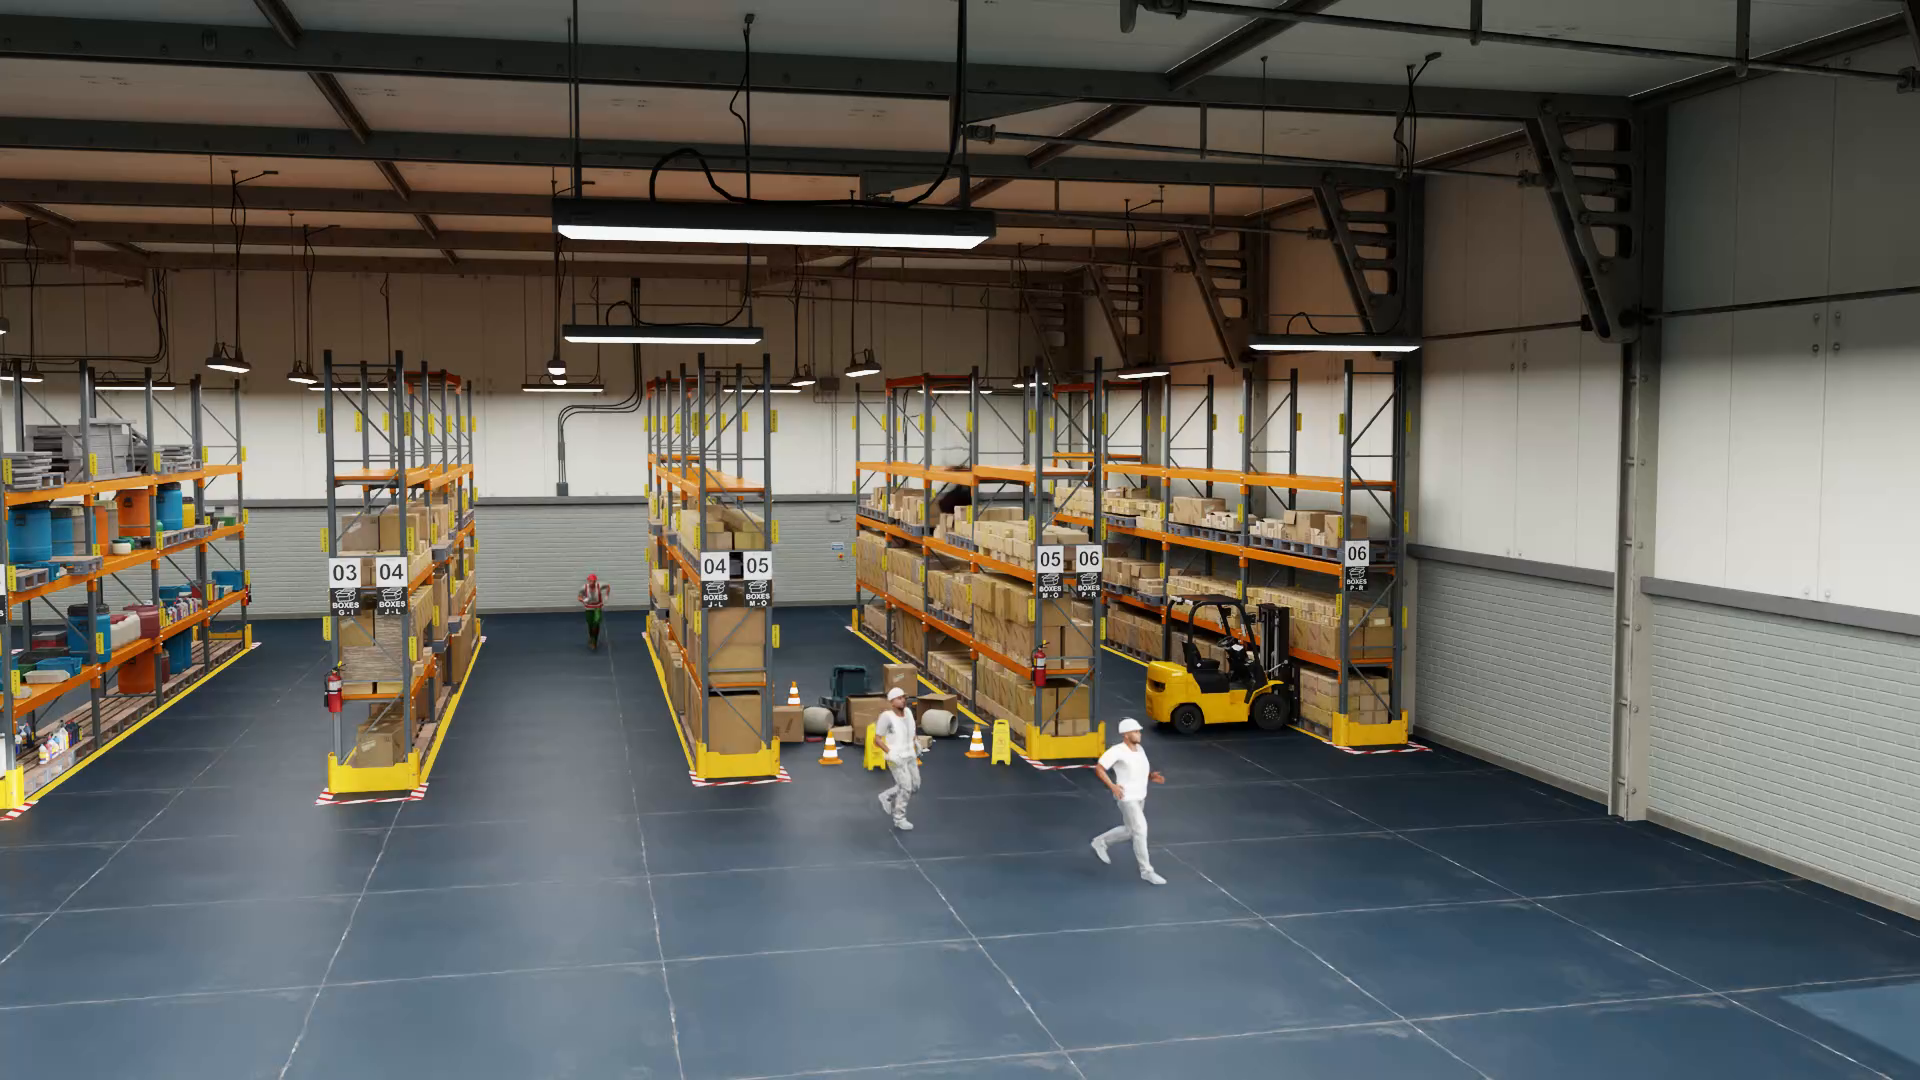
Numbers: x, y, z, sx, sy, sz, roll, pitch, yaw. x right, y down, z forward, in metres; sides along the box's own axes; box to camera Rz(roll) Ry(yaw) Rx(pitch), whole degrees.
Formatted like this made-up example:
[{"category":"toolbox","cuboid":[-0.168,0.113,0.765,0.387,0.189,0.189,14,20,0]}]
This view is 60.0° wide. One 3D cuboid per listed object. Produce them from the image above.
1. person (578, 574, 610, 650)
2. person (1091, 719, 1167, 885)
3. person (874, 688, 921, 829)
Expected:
[{"category":"person","cuboid":[-8.202,1.593,37.267,0.702,1.740,1.008,-1,4,-11]},{"category":"person","cuboid":[1.854,2.846,18.308,0.968,1.773,0.700,3,5,33]},{"category":"person","cuboid":[-0.795,2.698,20.695,0.576,1.748,0.676,3,5,38]}]
